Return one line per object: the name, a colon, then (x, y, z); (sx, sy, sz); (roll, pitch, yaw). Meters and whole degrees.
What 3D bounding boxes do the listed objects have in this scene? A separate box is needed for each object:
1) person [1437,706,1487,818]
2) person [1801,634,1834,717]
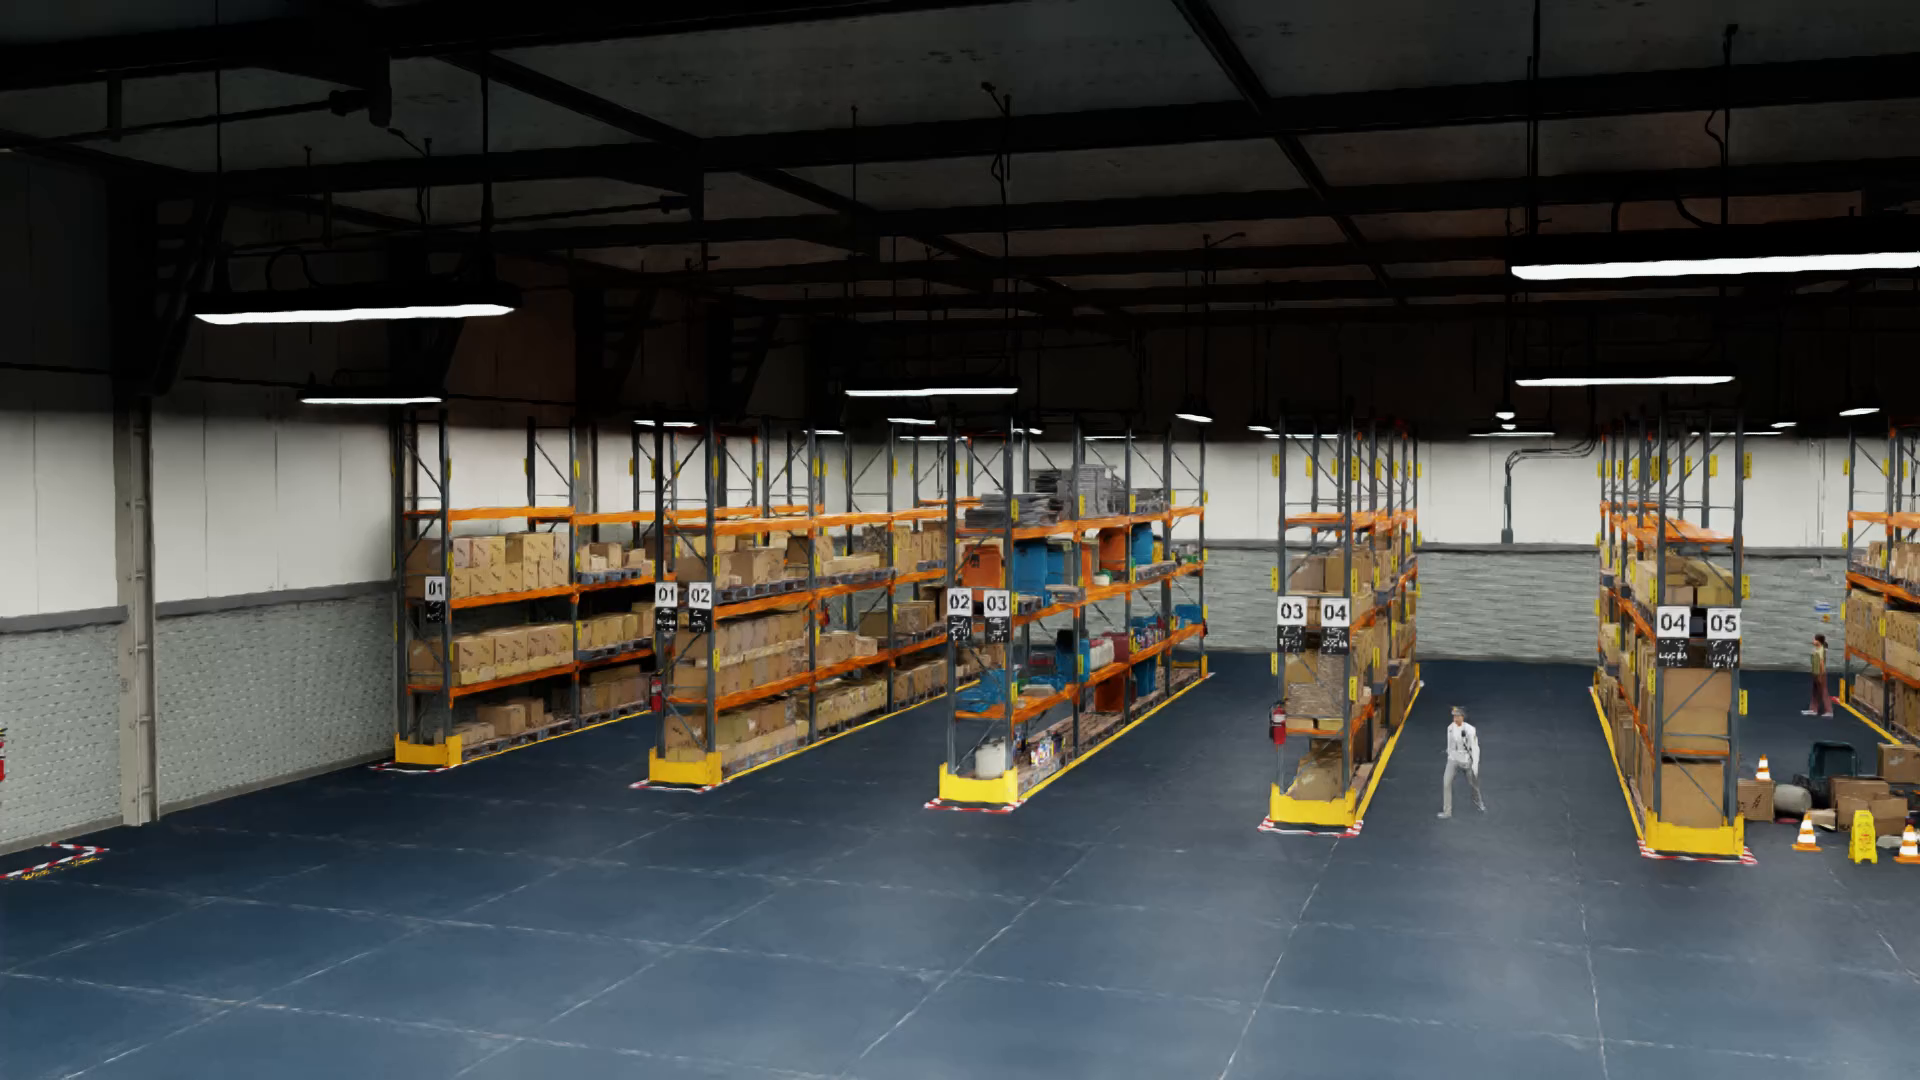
person: (7.233, 3.164, 23.908); (0.519, 1.611, 0.933); (2, 3, 39)
person: (17.399, 2.737, 33.562); (0.446, 1.642, 0.639); (1, 3, 24)
